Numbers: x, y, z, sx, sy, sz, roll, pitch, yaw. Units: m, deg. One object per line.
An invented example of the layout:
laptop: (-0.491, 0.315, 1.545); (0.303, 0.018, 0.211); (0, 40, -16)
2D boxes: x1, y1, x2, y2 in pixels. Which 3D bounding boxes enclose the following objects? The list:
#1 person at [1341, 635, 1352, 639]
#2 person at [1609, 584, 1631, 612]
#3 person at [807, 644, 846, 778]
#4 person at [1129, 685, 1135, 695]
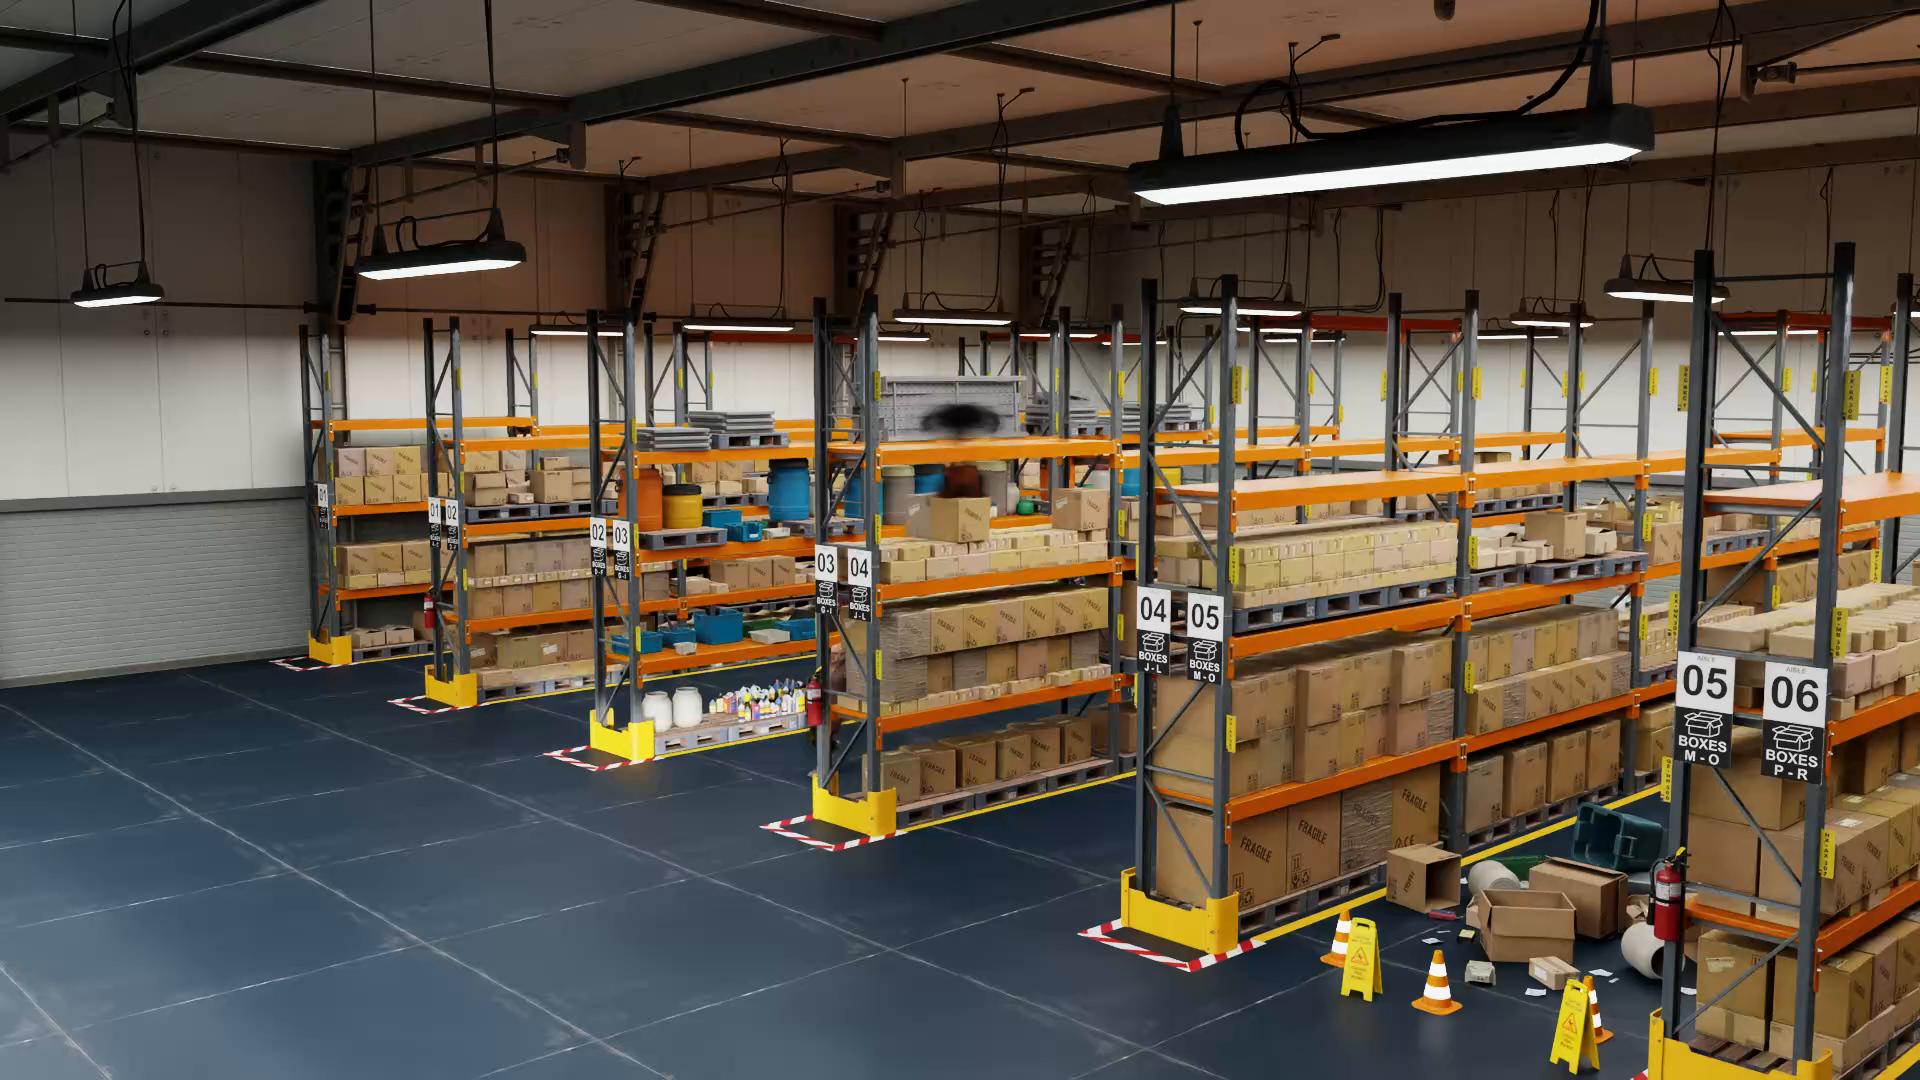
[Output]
person: (5.473, 2.051, 22.745); (0.743, 1.717, 1.045); (4, 7, 36)
person: (11.196, 1.525, 28.087); (0.607, 1.648, 0.742); (5, 7, 39)
person: (-1.568, 2.174, 21.239); (0.766, 1.728, 0.622); (4, 7, 35)
person: (2.769, 1.824, 24.798); (0.715, 1.717, 0.643); (4, 7, 33)
